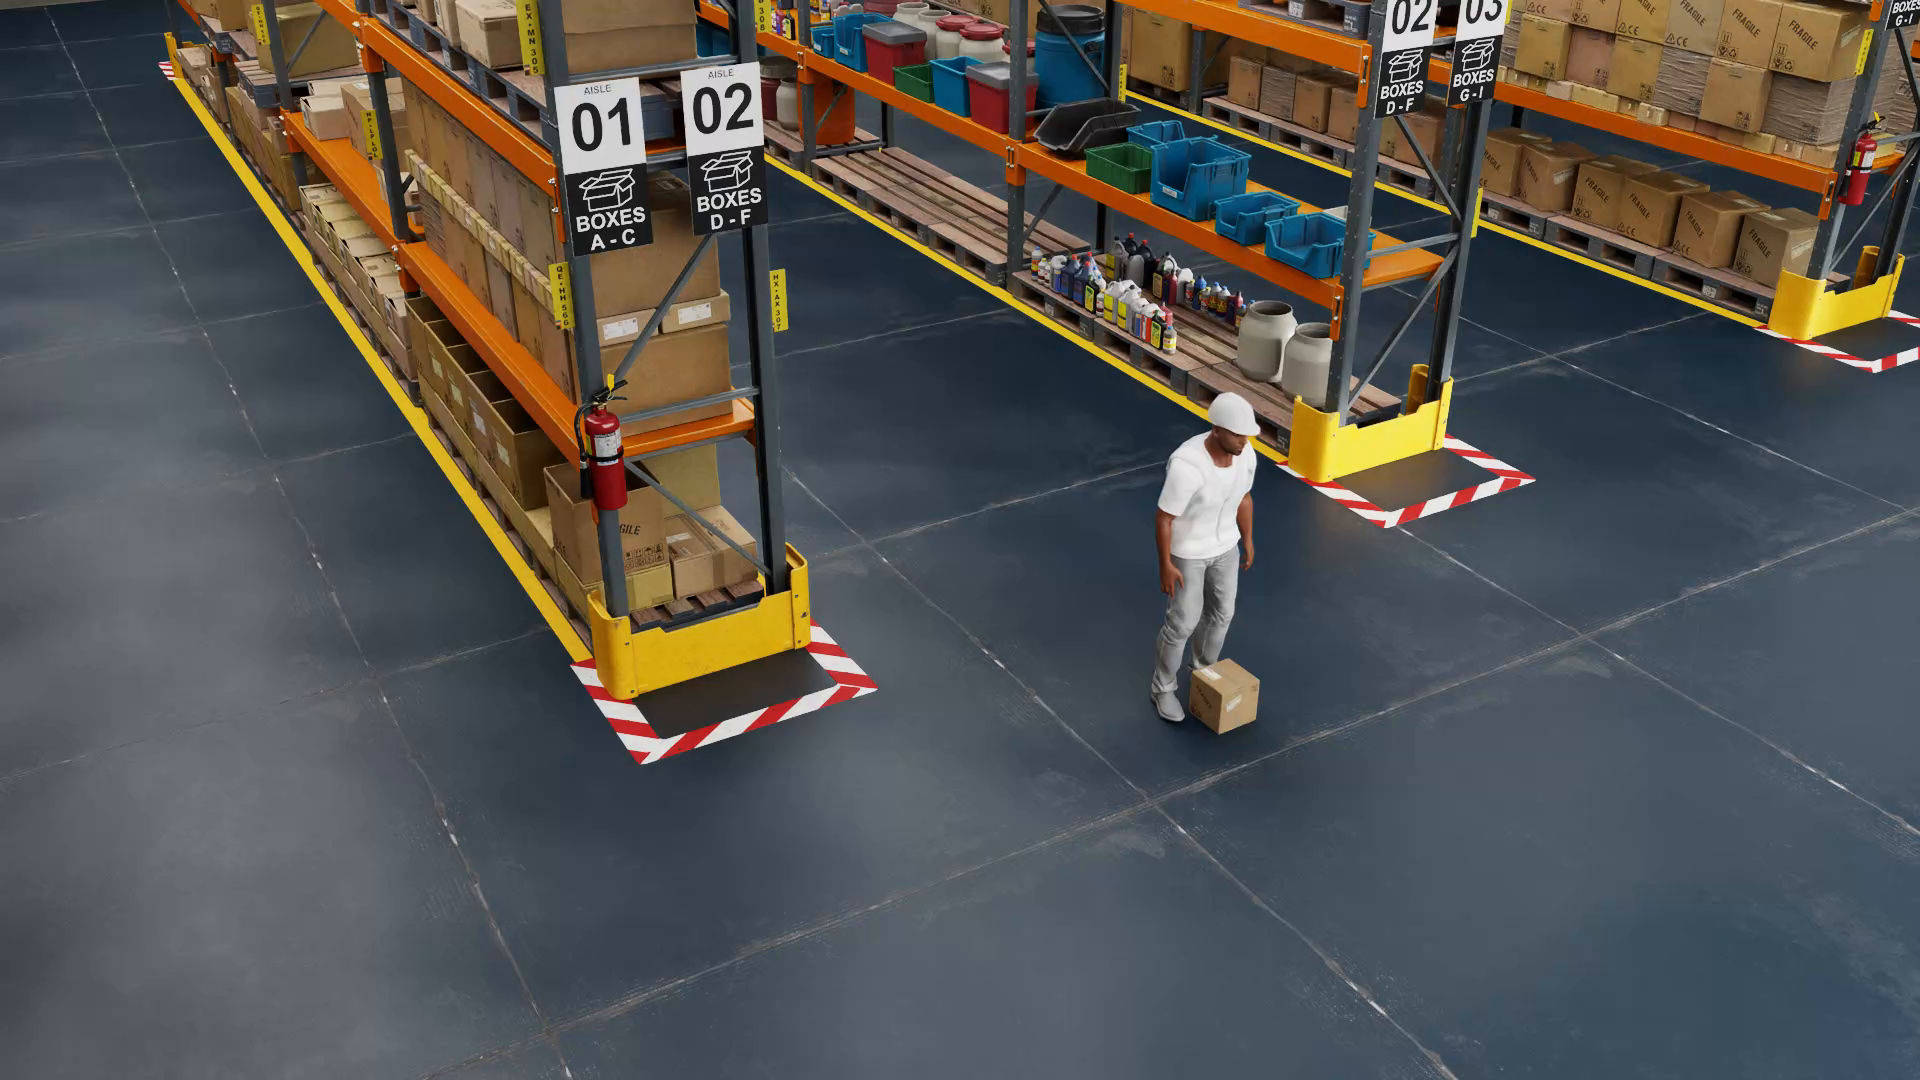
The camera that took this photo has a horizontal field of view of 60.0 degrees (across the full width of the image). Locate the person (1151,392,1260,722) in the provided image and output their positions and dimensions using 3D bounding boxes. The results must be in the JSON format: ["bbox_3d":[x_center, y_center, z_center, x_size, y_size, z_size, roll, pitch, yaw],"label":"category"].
[{"bbox_3d":[1.255,0.056,8.445,0.633,1.759,0.462,-18,34,-29],"label":"person"}]
